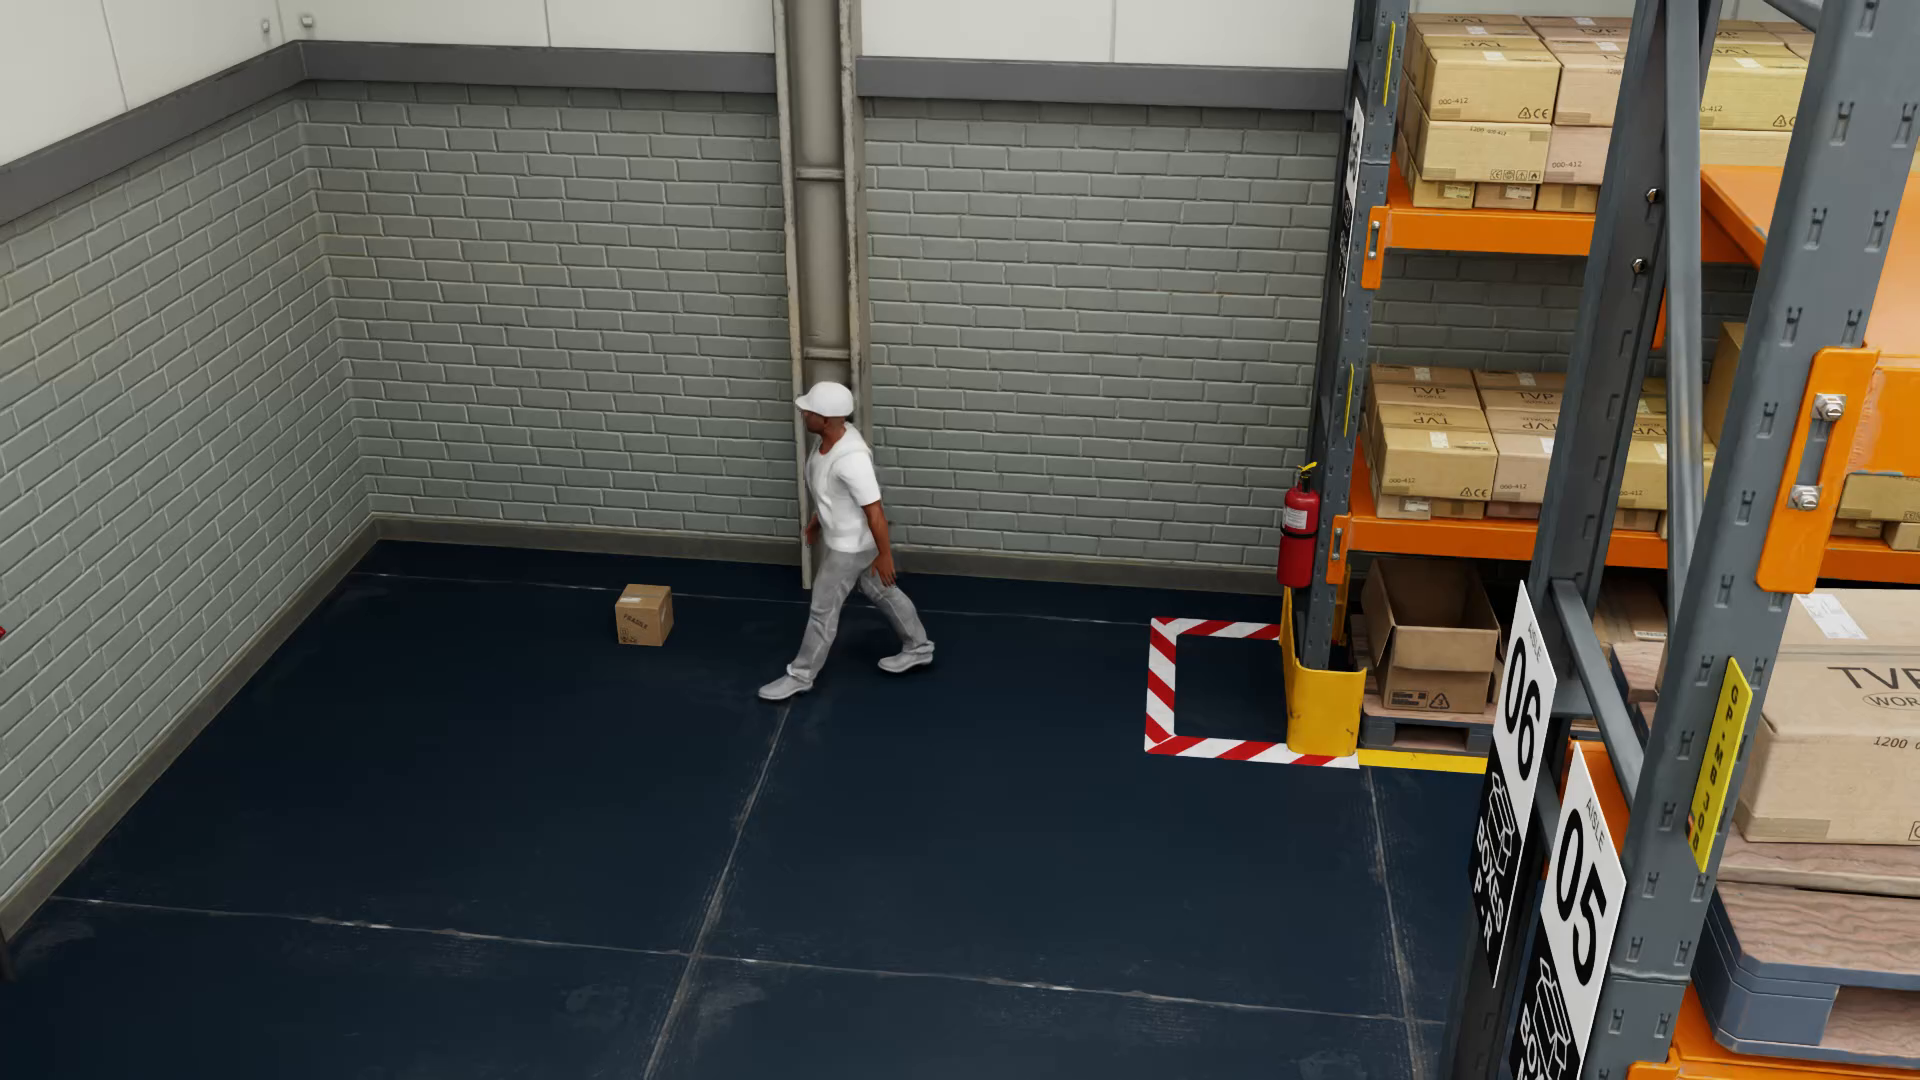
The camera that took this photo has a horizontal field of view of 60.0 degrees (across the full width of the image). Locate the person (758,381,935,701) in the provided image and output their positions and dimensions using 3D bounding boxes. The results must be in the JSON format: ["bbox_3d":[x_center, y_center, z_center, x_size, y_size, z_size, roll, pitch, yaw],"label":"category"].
[{"bbox_3d":[-0.614,-0.032,8.633,0.967,1.709,0.615,-3,28,-6],"label":"person"}]
